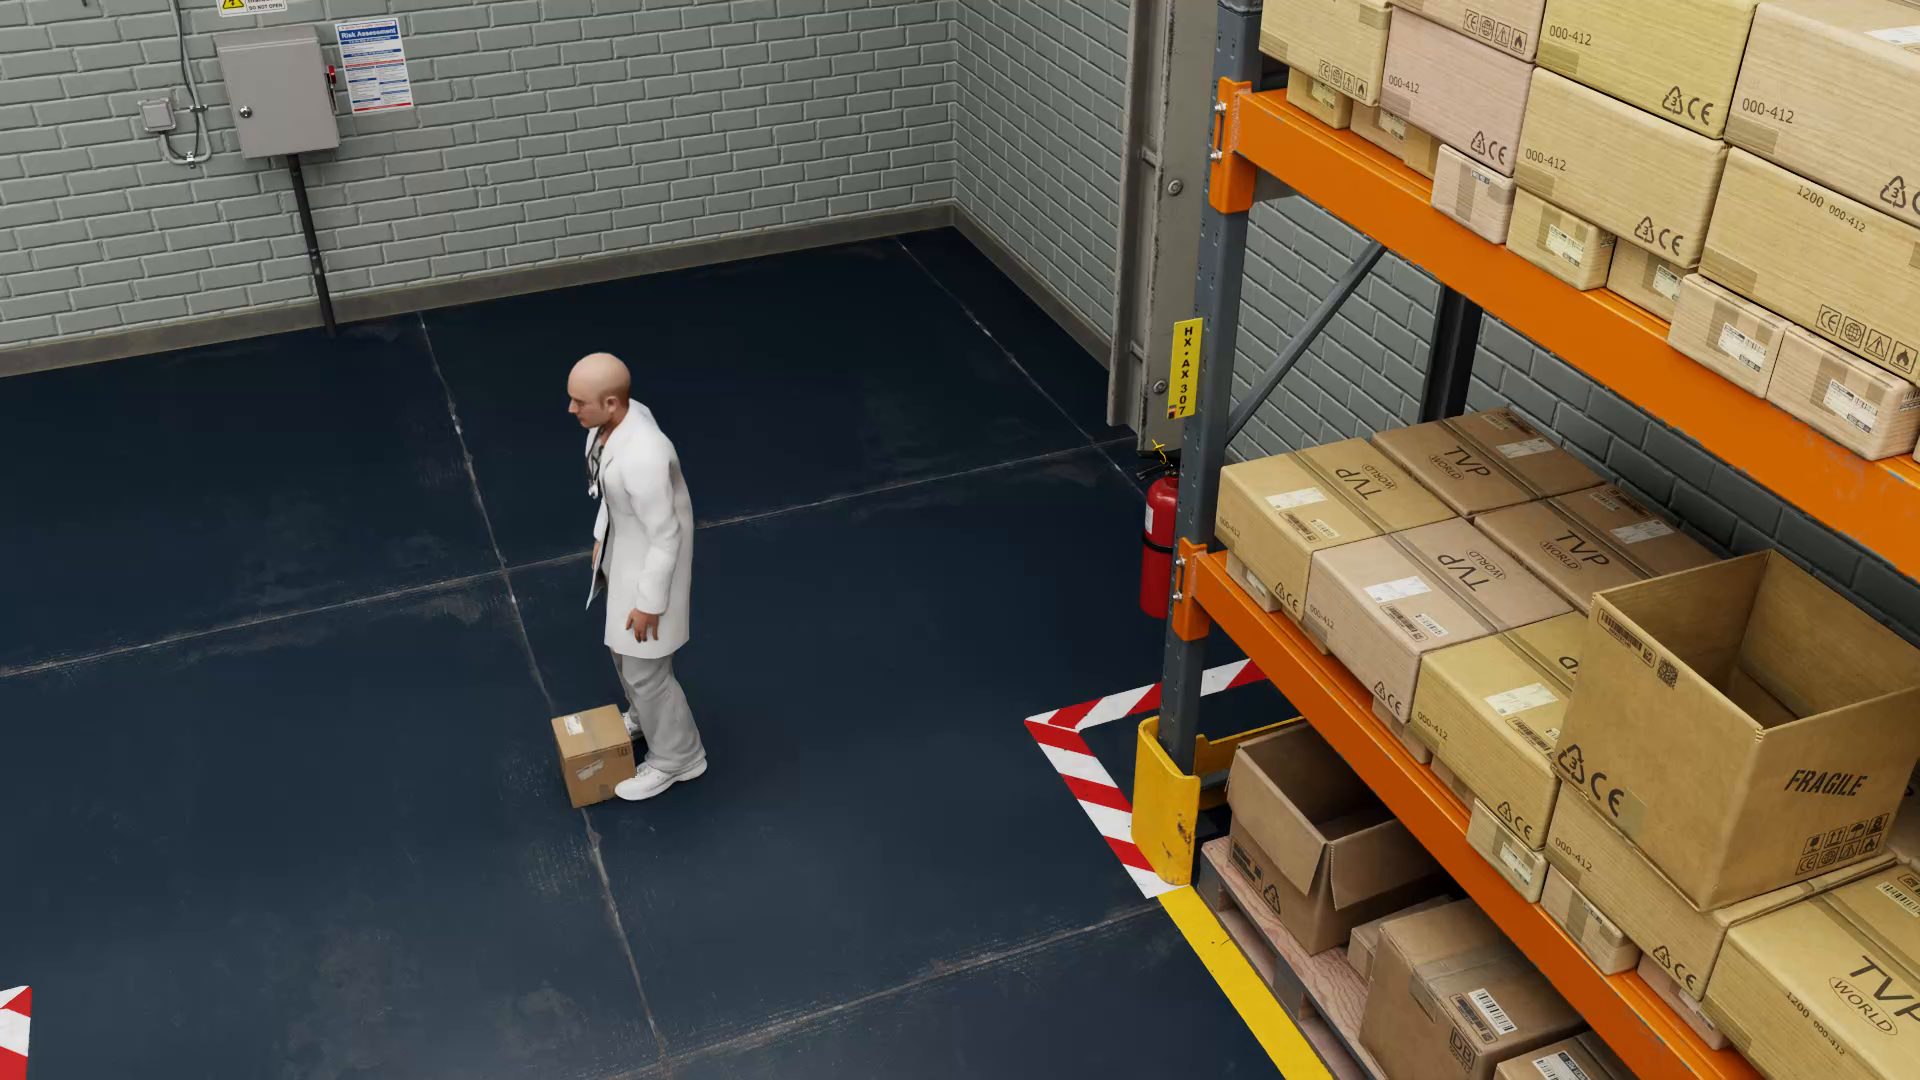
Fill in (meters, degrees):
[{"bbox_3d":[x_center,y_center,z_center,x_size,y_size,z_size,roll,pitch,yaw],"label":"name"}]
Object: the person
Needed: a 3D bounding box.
[{"bbox_3d":[-1.164,0.118,5.972,0.426,1.774,0.622,-14,36,-21],"label":"person"}]
